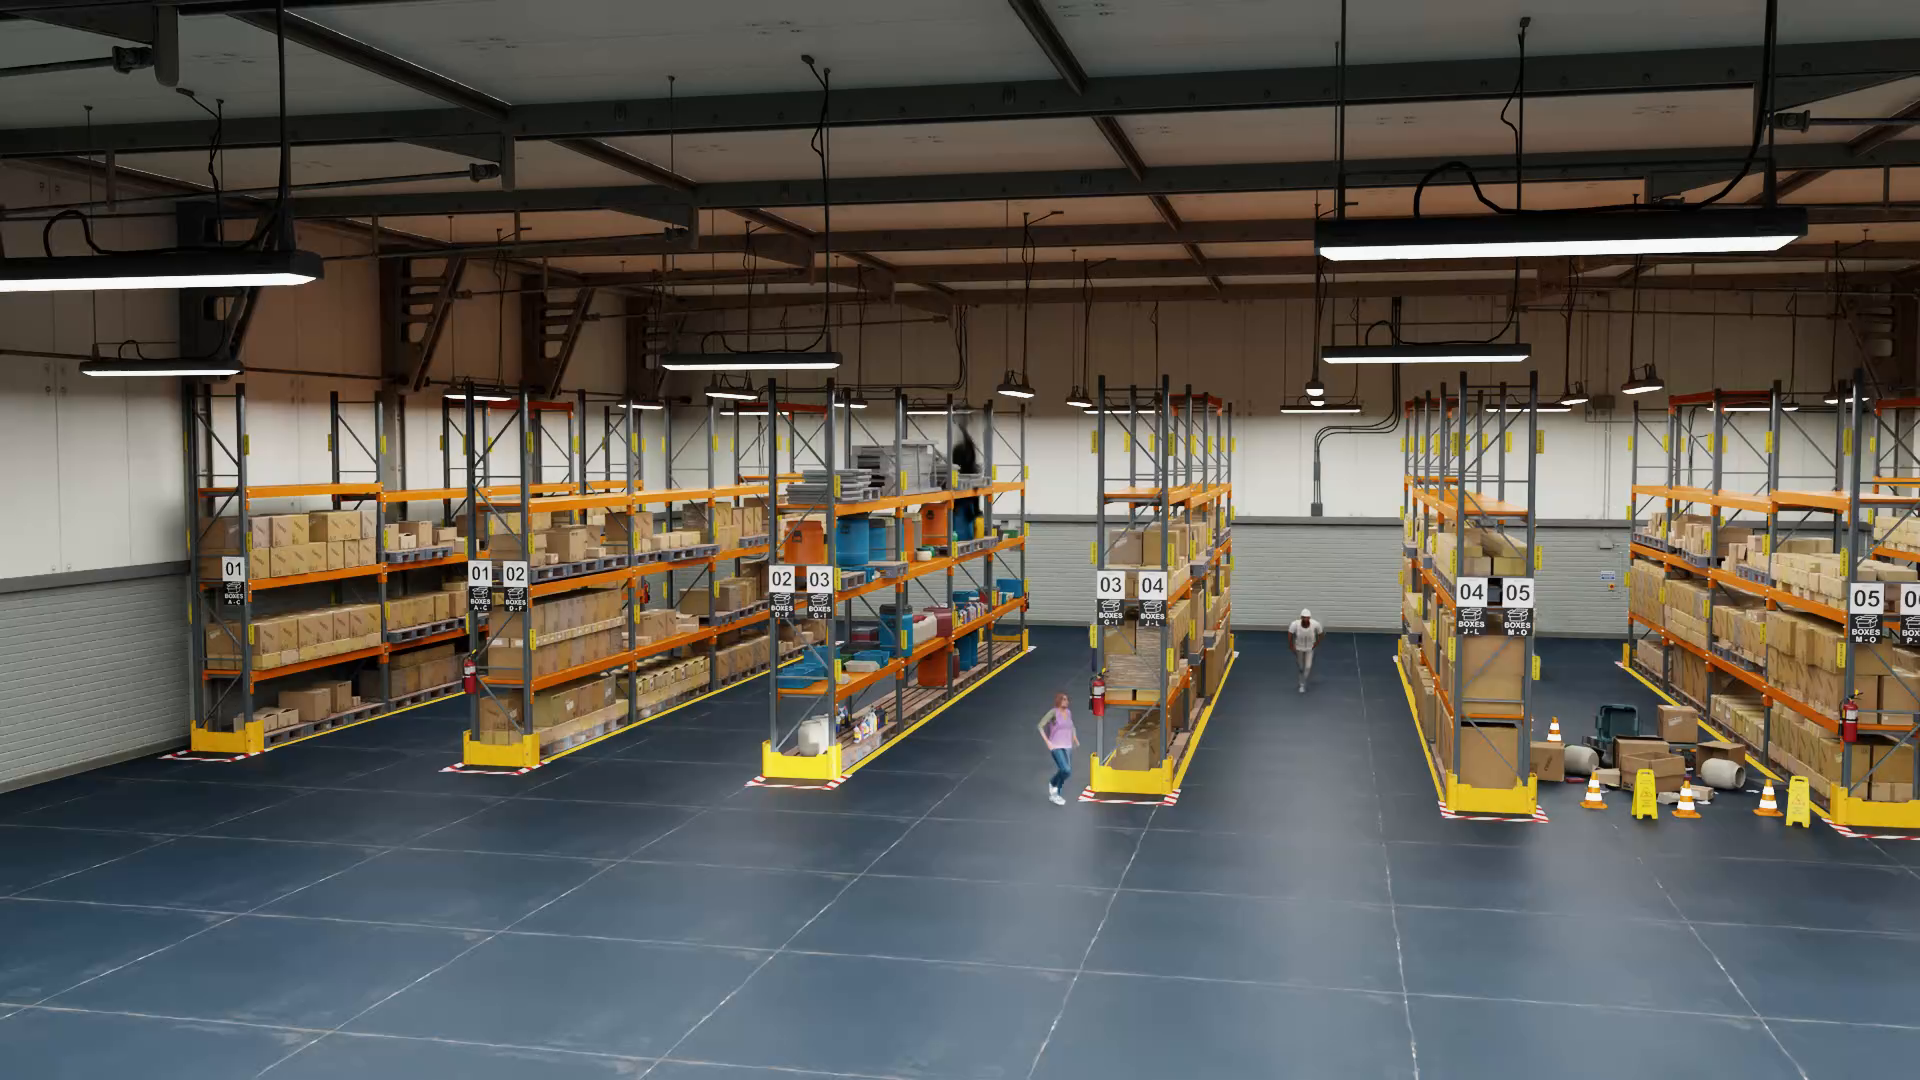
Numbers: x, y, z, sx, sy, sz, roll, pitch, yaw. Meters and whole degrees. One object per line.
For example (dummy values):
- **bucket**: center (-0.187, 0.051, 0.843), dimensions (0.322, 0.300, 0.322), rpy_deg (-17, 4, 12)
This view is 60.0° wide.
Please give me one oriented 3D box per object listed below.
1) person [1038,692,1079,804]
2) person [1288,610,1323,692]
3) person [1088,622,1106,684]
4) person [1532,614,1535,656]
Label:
- **person**: center (1.410, 2.903, 23.123), dimensions (0.548, 1.561, 0.505), rpy_deg (-2, 4, -37)
- **person**: center (7.041, 2.241, 33.905), dimensions (0.698, 1.700, 0.877), rpy_deg (0, 3, 7)
- **person**: center (2.914, 2.253, 34.102), dimensions (0.581, 1.601, 0.560), rpy_deg (1, 3, 13)
- **person**: center (12.548, 2.059, 37.058), dimensions (0.612, 1.733, 0.802), rpy_deg (0, 3, -6)
